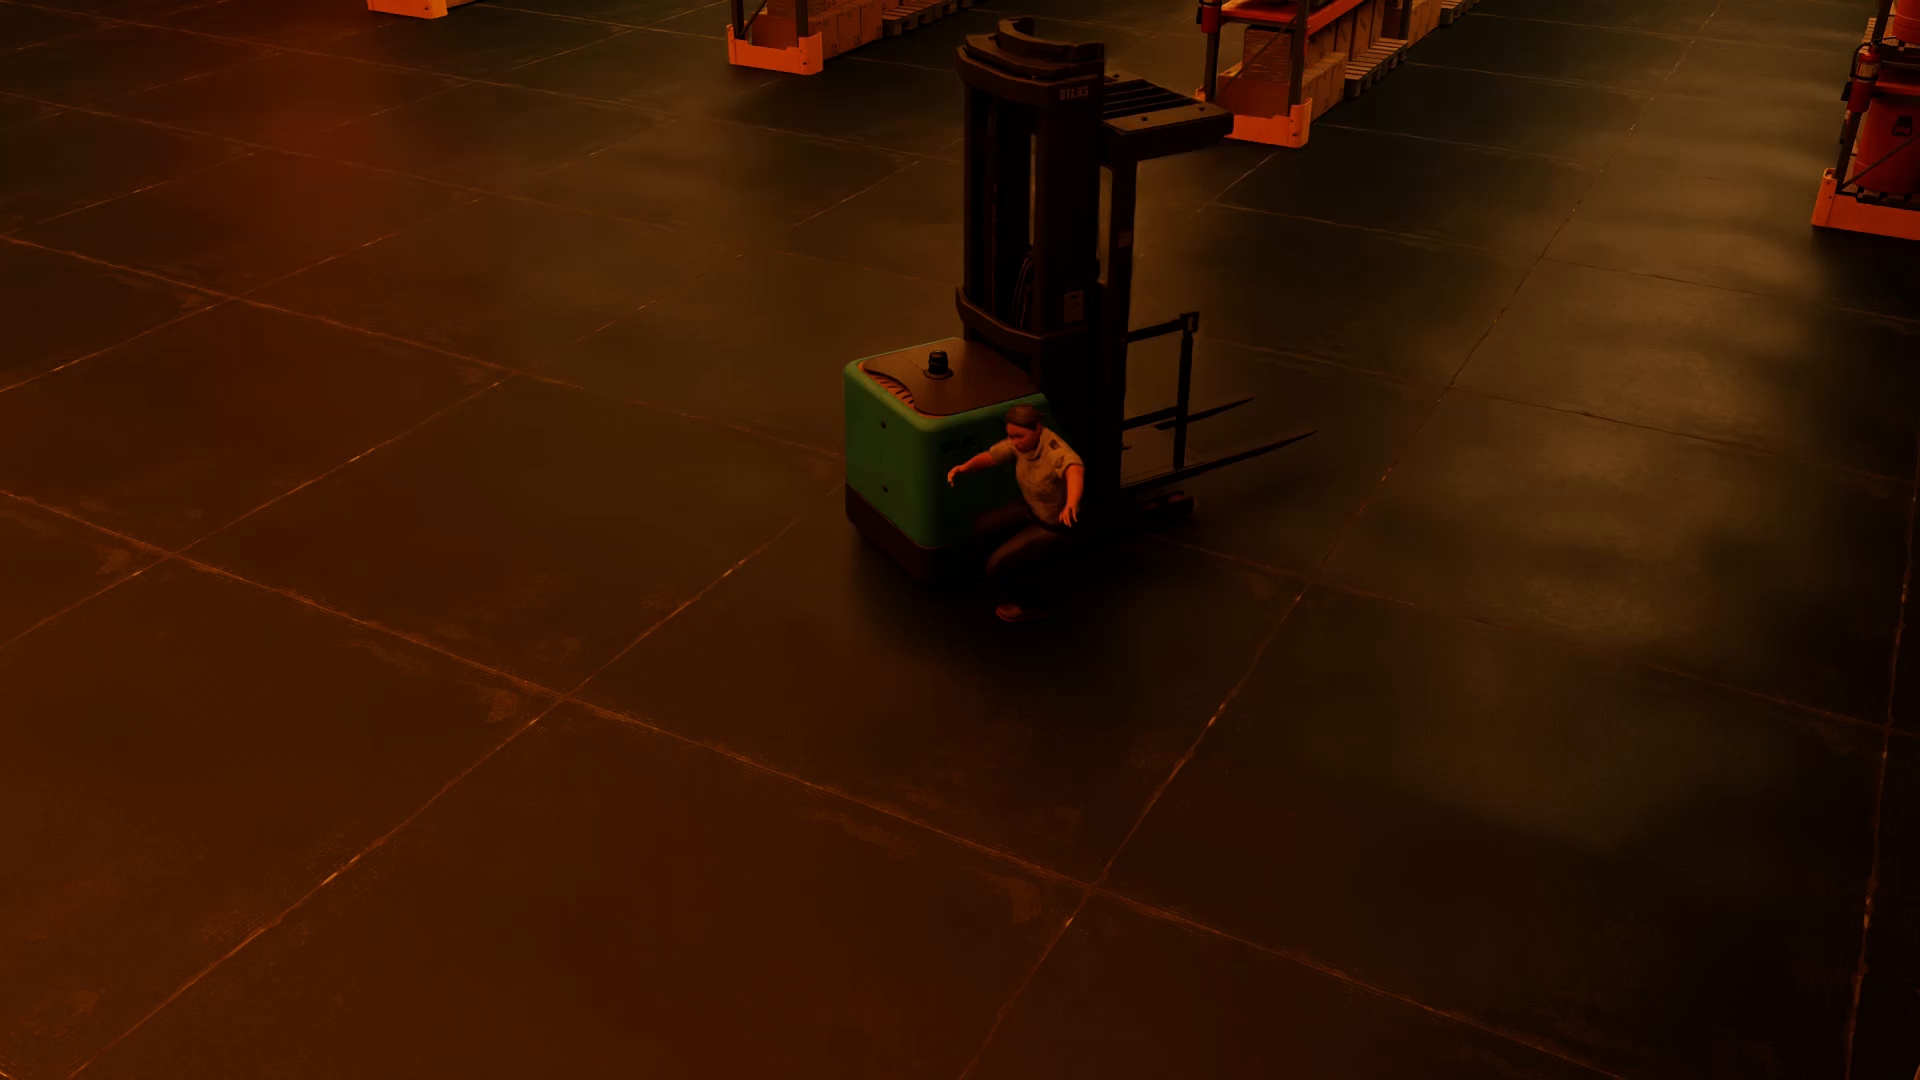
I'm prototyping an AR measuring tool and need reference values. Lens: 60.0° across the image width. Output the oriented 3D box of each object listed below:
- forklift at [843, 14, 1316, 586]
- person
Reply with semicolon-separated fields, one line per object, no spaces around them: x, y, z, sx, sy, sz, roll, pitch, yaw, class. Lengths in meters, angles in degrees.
0.838;-1.543;9.743;3.031;2.935;1.130;-17;34;-26;forklift
0.320;-0.087;8.794;0.760;1.377;1.526;-13;32;-21;person
